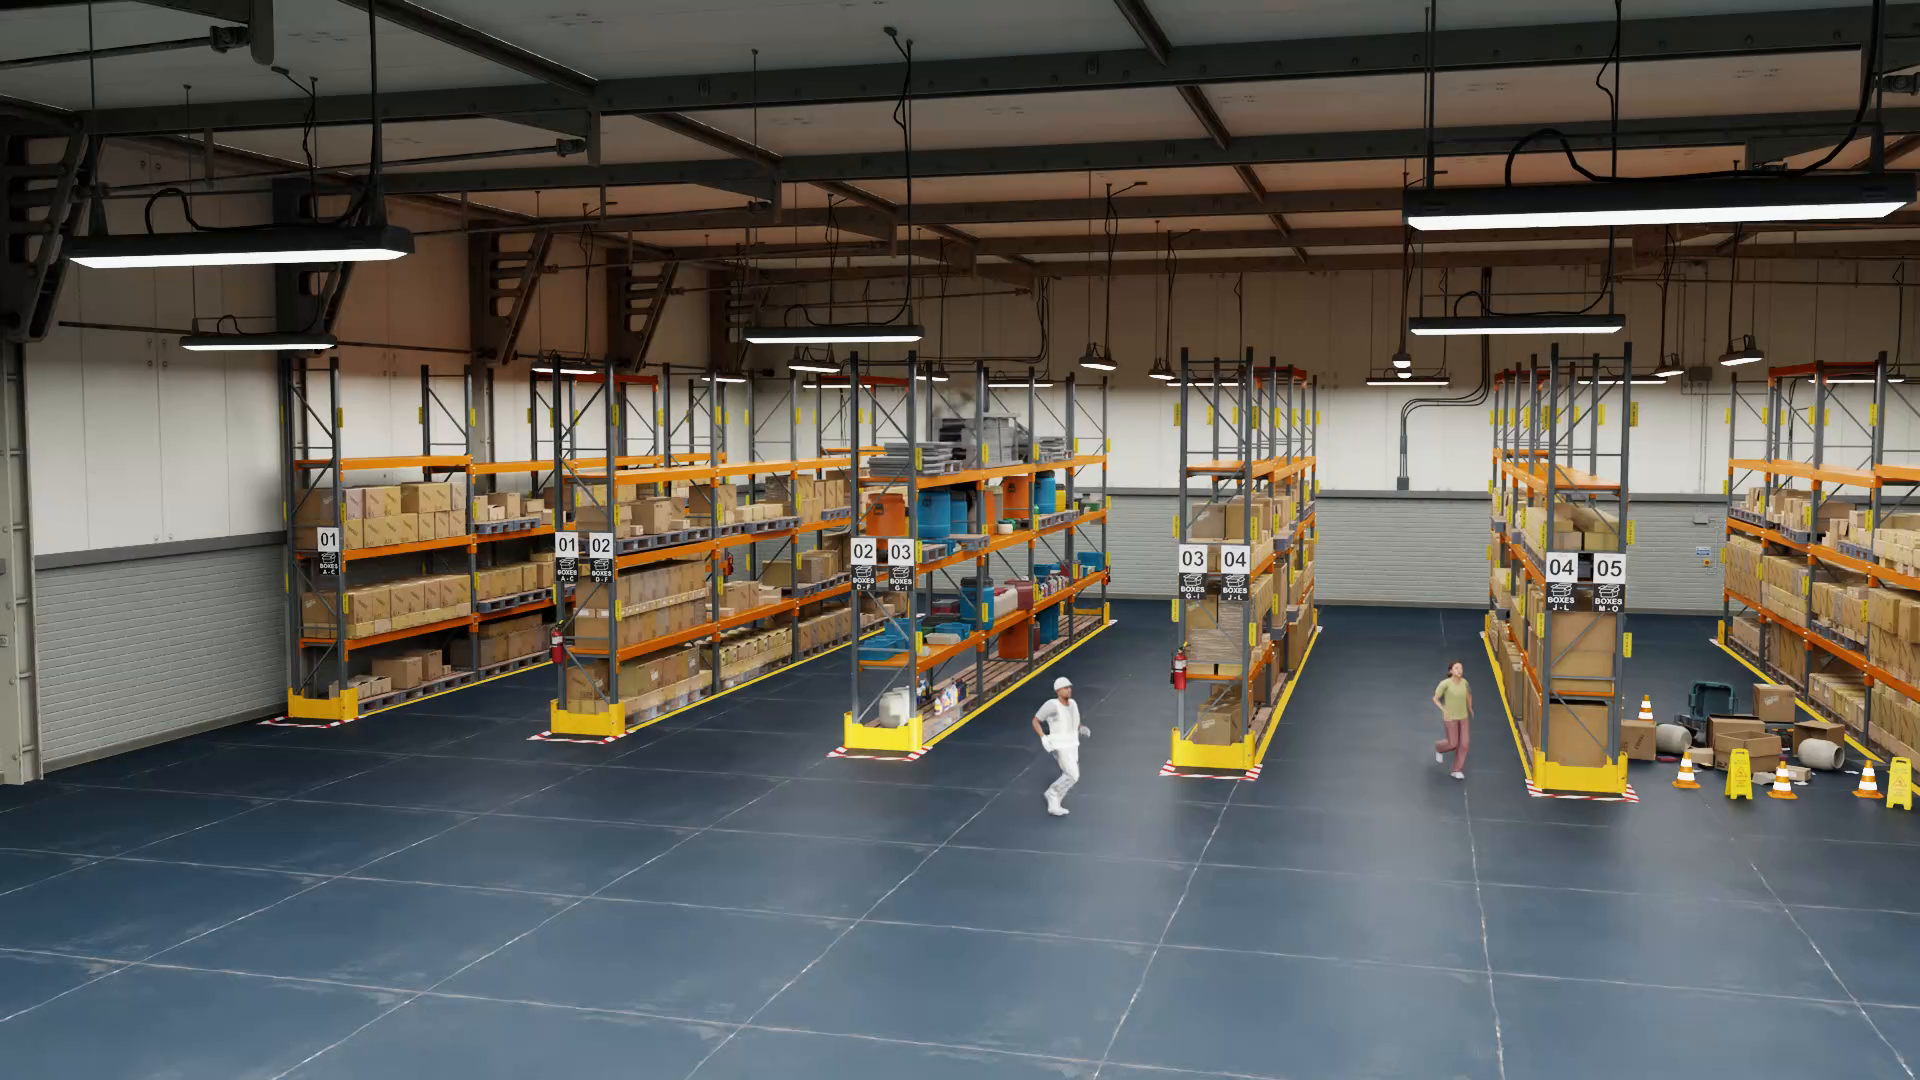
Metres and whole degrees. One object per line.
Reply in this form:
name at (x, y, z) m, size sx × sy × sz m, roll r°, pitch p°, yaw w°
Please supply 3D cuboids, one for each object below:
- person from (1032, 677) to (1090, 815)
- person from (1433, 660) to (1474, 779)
person at (1.333, 2.589, 20.804) m, size 0.627 × 1.738 × 0.670 m, roll 4°, pitch 6°, yaw 40°
person at (6.907, 2.492, 23.247) m, size 0.596 × 1.608 × 0.686 m, roll -1°, pitch 4°, yaw -12°
